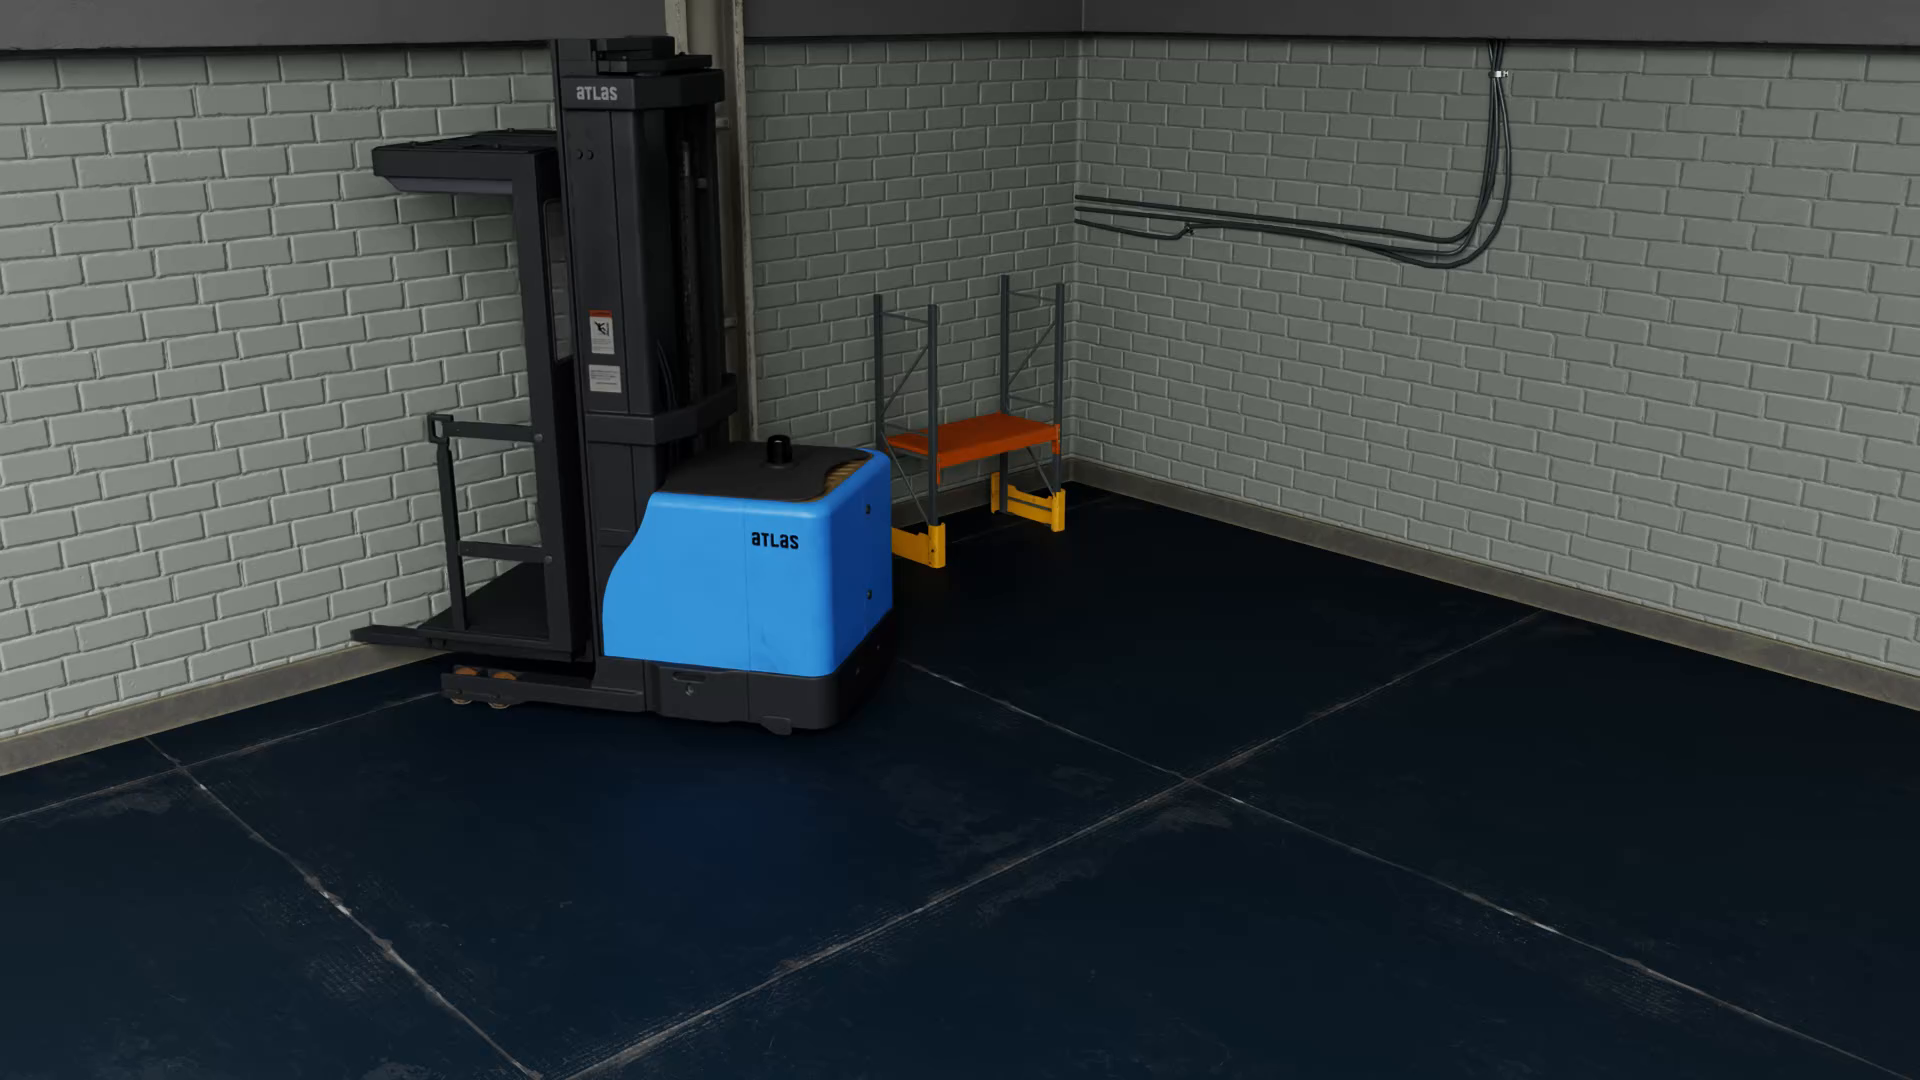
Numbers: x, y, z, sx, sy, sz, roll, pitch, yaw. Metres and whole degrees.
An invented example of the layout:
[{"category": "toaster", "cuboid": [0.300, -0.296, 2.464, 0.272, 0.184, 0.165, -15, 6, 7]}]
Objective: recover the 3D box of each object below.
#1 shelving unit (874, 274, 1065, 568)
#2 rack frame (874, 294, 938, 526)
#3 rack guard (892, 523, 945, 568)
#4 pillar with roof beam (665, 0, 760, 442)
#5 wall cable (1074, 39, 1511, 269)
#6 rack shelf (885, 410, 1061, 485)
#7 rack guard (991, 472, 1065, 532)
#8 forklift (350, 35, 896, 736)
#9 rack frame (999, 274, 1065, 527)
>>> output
[{"category": "shelving unit", "cuboid": [0.055, -0.730, 9.803, 1.083, 1.500, 0.587, -16, 24, -41]}, {"category": "rack frame", "cuboid": [-0.307, -0.624, 9.477, 0.032, 1.500, 0.500, -16, 24, -41]}, {"category": "rack guard", "cuboid": [-0.306, -0.030, 9.670, 0.087, 0.250, 0.587, -16, 24, -41]}, {"category": "pillar with roof beam", "cuboid": [1.631, -3.060, 4.834, 0.400, 9.000, 9.100, -16, 24, -41]}, {"category": "wall cable", "cuboid": [1.722, -2.876, 9.299, 0.112, 2.526, 3.097, -16, 24, -41]}, {"category": "rack shelf", "cuboid": [0.062, -0.560, 9.865, 1.000, 0.185, 0.538, -16, 24, -41]}, {"category": "rack guard", "cuboid": [0.417, -0.241, 10.321, 0.087, 0.250, 0.587, -16, 24, -41]}, {"category": "forklift", "cuboid": [-1.885, -0.773, 7.615, 3.031, 2.935, 1.130, 5, 19, 14]}, {"category": "rack frame", "cuboid": [0.431, -0.839, 10.141, 0.032, 1.500, 0.500, -16, 24, -41]}]
